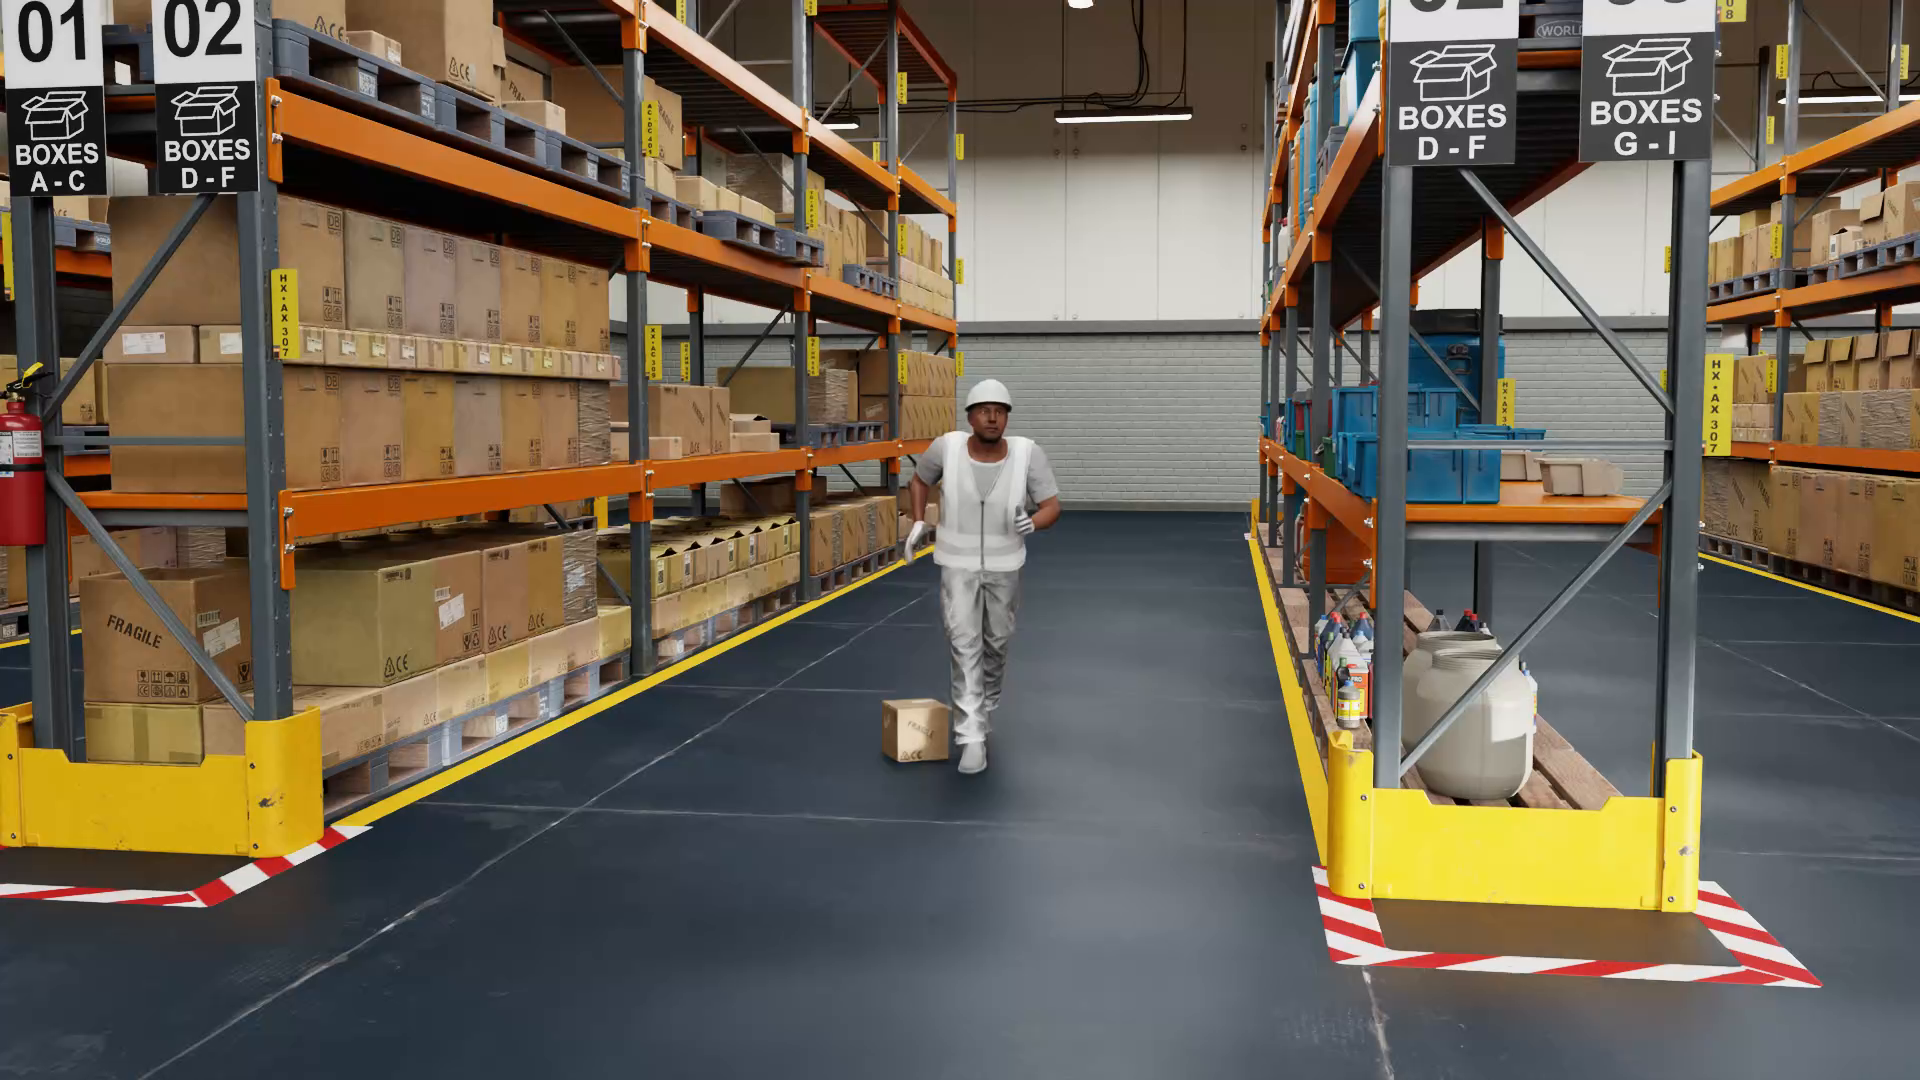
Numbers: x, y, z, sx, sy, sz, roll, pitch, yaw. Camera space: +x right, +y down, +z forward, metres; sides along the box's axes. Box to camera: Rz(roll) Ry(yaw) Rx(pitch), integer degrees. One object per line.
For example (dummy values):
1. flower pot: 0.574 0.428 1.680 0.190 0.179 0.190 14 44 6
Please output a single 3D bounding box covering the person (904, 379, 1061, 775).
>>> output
1. person: 0.095 0.137 7.739 0.711 1.757 0.988 -1 4 -7
